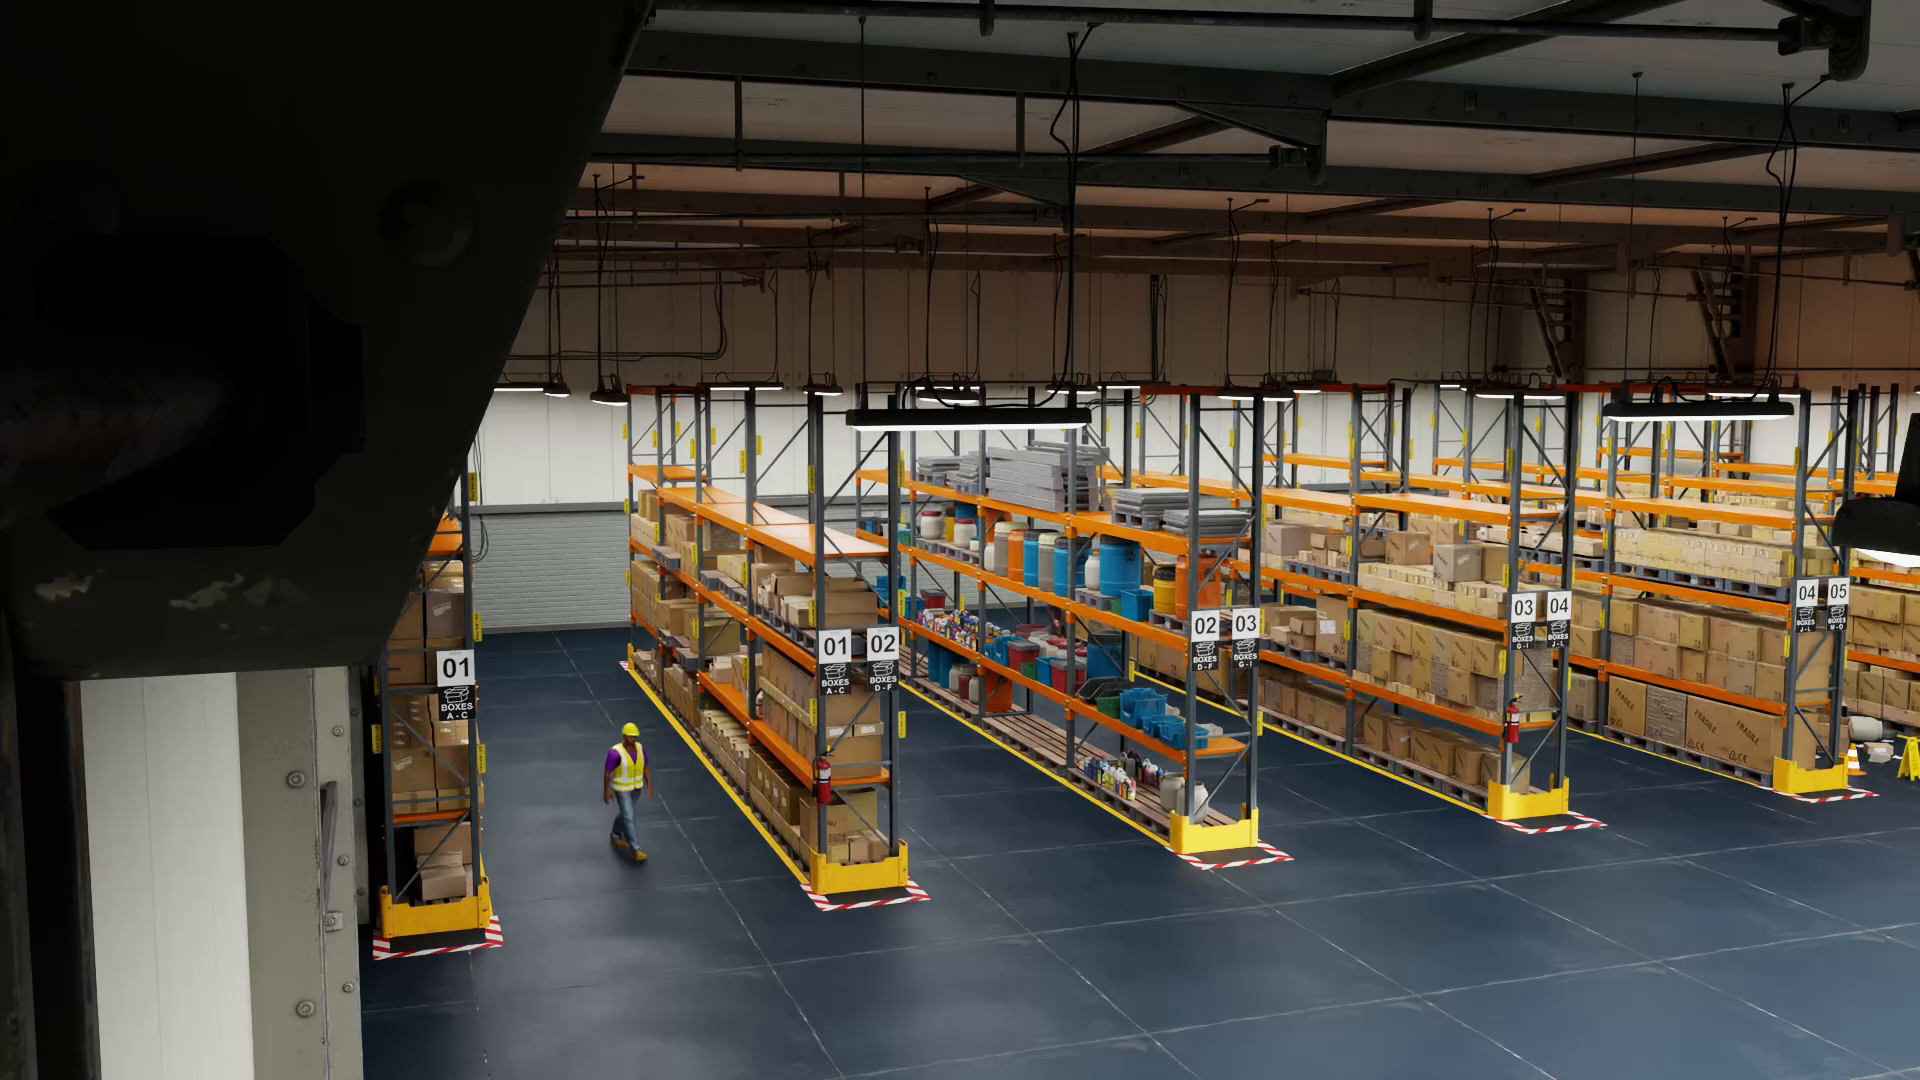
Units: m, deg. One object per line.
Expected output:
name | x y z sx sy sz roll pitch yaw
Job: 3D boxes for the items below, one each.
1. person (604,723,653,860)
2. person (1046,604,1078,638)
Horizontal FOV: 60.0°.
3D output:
person | -4.266 3.221 21.588 1.033 1.705 0.591 5 7 38
person | 2.216 1.793 35.932 0.753 1.689 0.642 -1 6 -8
